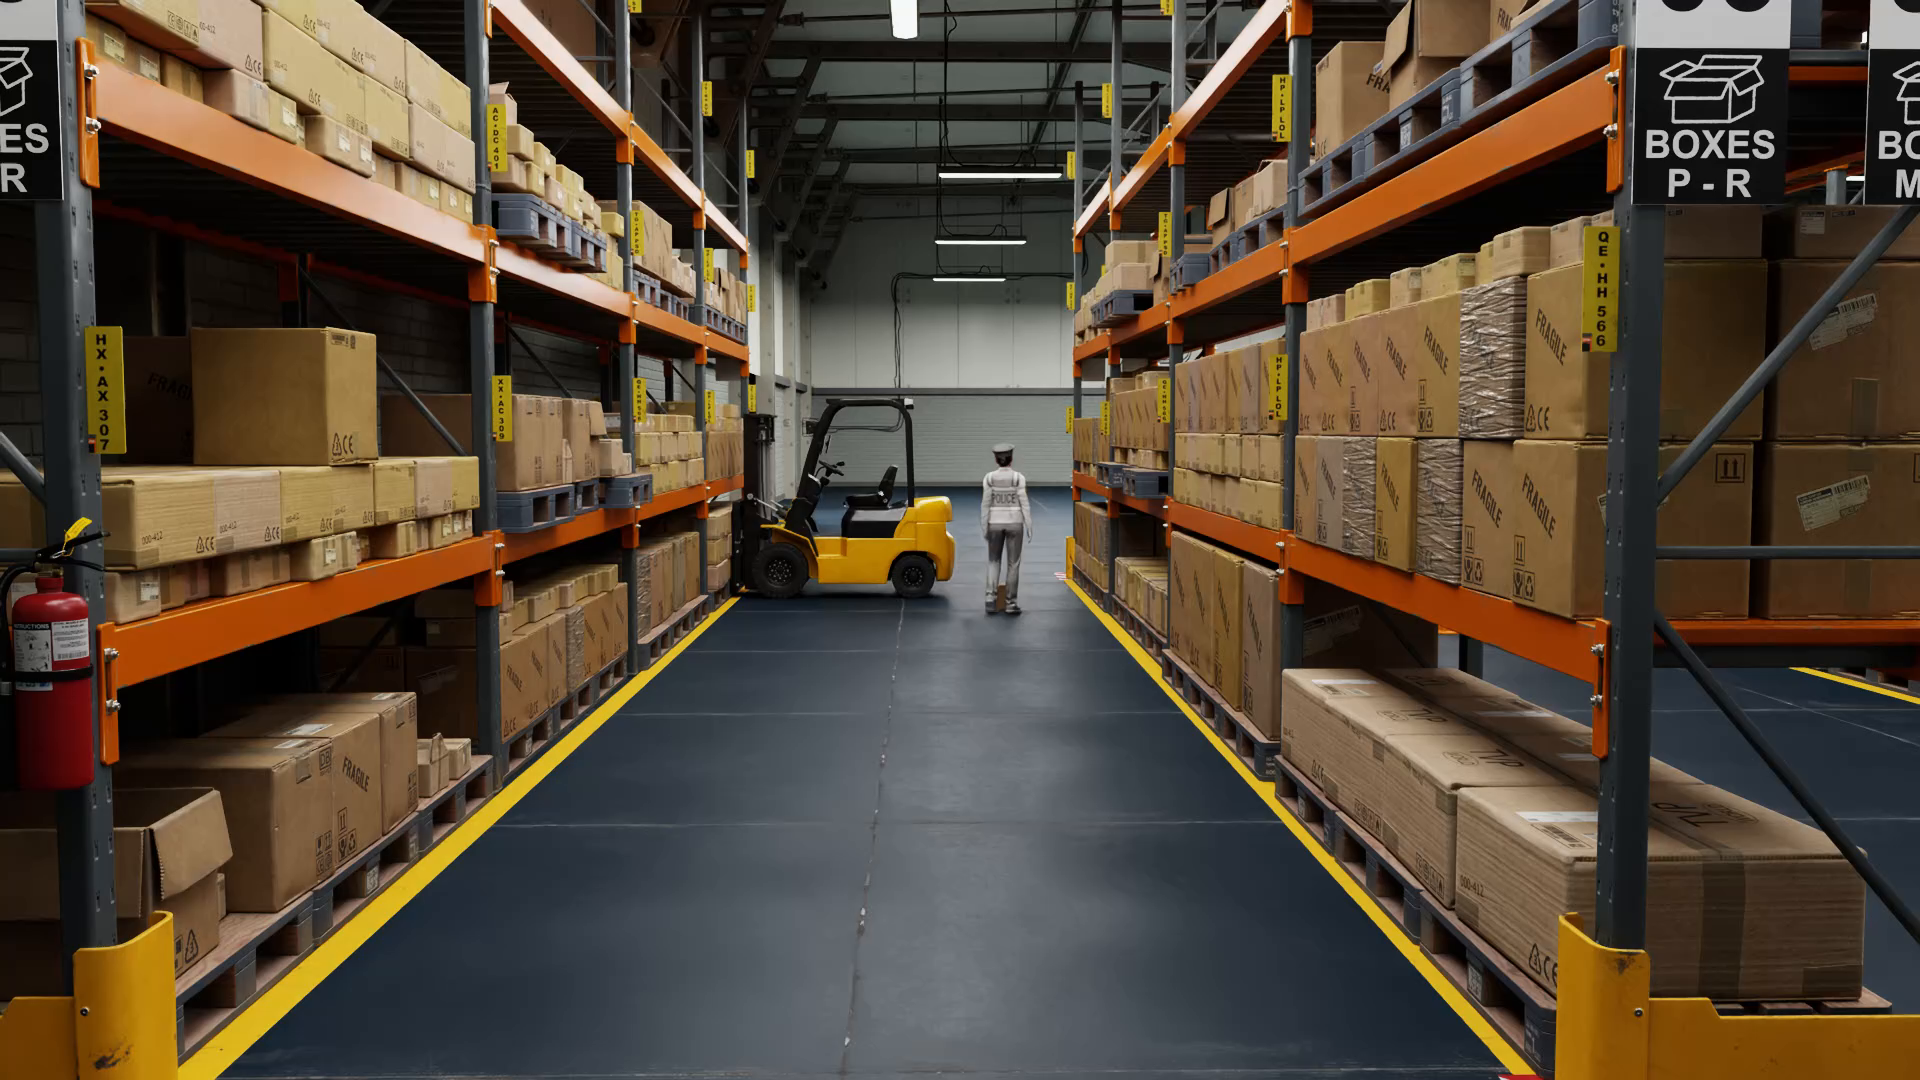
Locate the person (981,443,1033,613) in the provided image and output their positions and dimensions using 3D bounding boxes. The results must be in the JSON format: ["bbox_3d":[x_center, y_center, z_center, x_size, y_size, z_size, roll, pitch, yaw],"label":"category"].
[{"bbox_3d":[0.472,-0.100,16.453,0.517,1.712,0.379,1,4,14],"label":"person"}]
